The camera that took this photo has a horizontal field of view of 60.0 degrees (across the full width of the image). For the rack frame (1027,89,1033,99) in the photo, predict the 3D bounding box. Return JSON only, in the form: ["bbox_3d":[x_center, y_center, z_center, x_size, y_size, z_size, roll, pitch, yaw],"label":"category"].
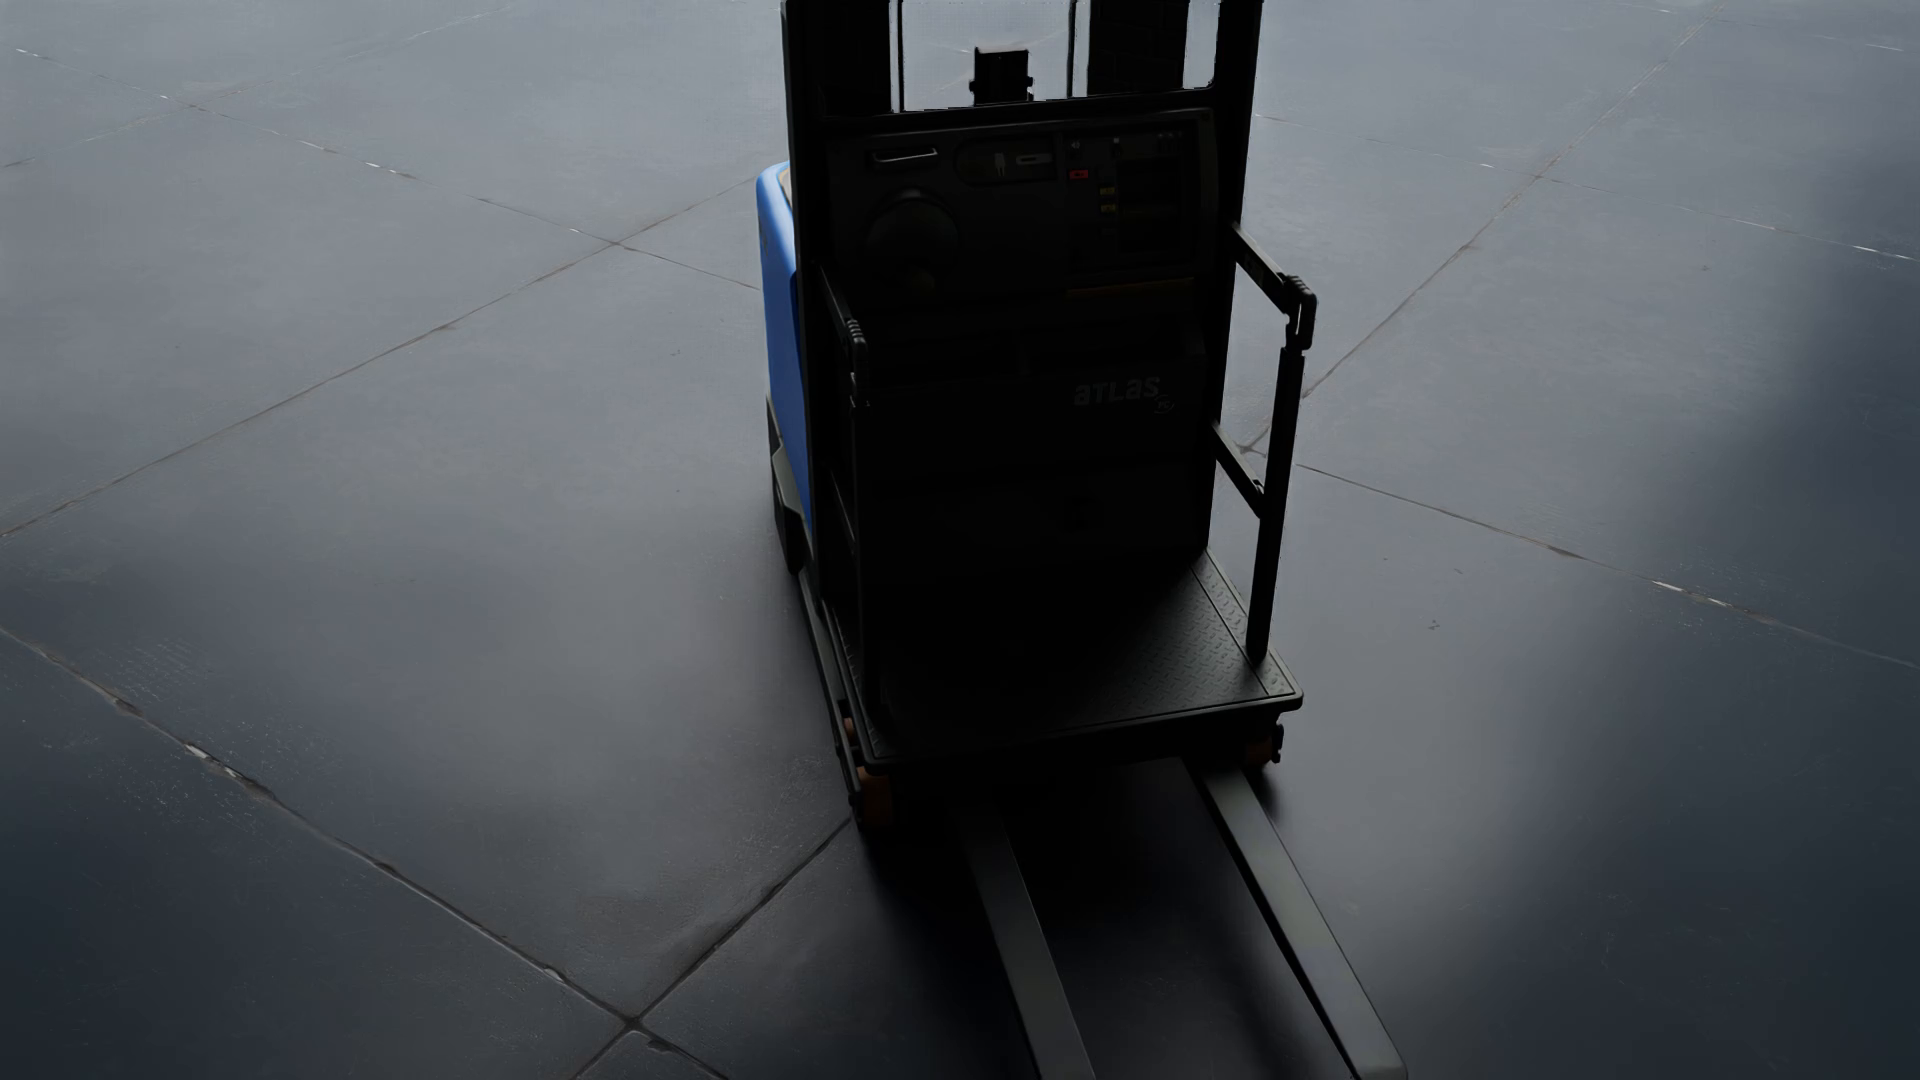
[{"bbox_3d":[0.194,-0.963,5.603,0.015,1.200,0.240,-8,35,-11],"label":"rack frame"}]

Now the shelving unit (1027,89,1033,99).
[{"bbox_3d":[-0.044,-0.932,5.557,0.503,1.200,0.258,-8,35,-11],"label":"shelving unit"}]

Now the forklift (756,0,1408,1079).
[{"bbox_3d":[0.206,-0.725,3.706,1.130,2.935,3.031,-8,35,-11],"label":"forklift"}]
